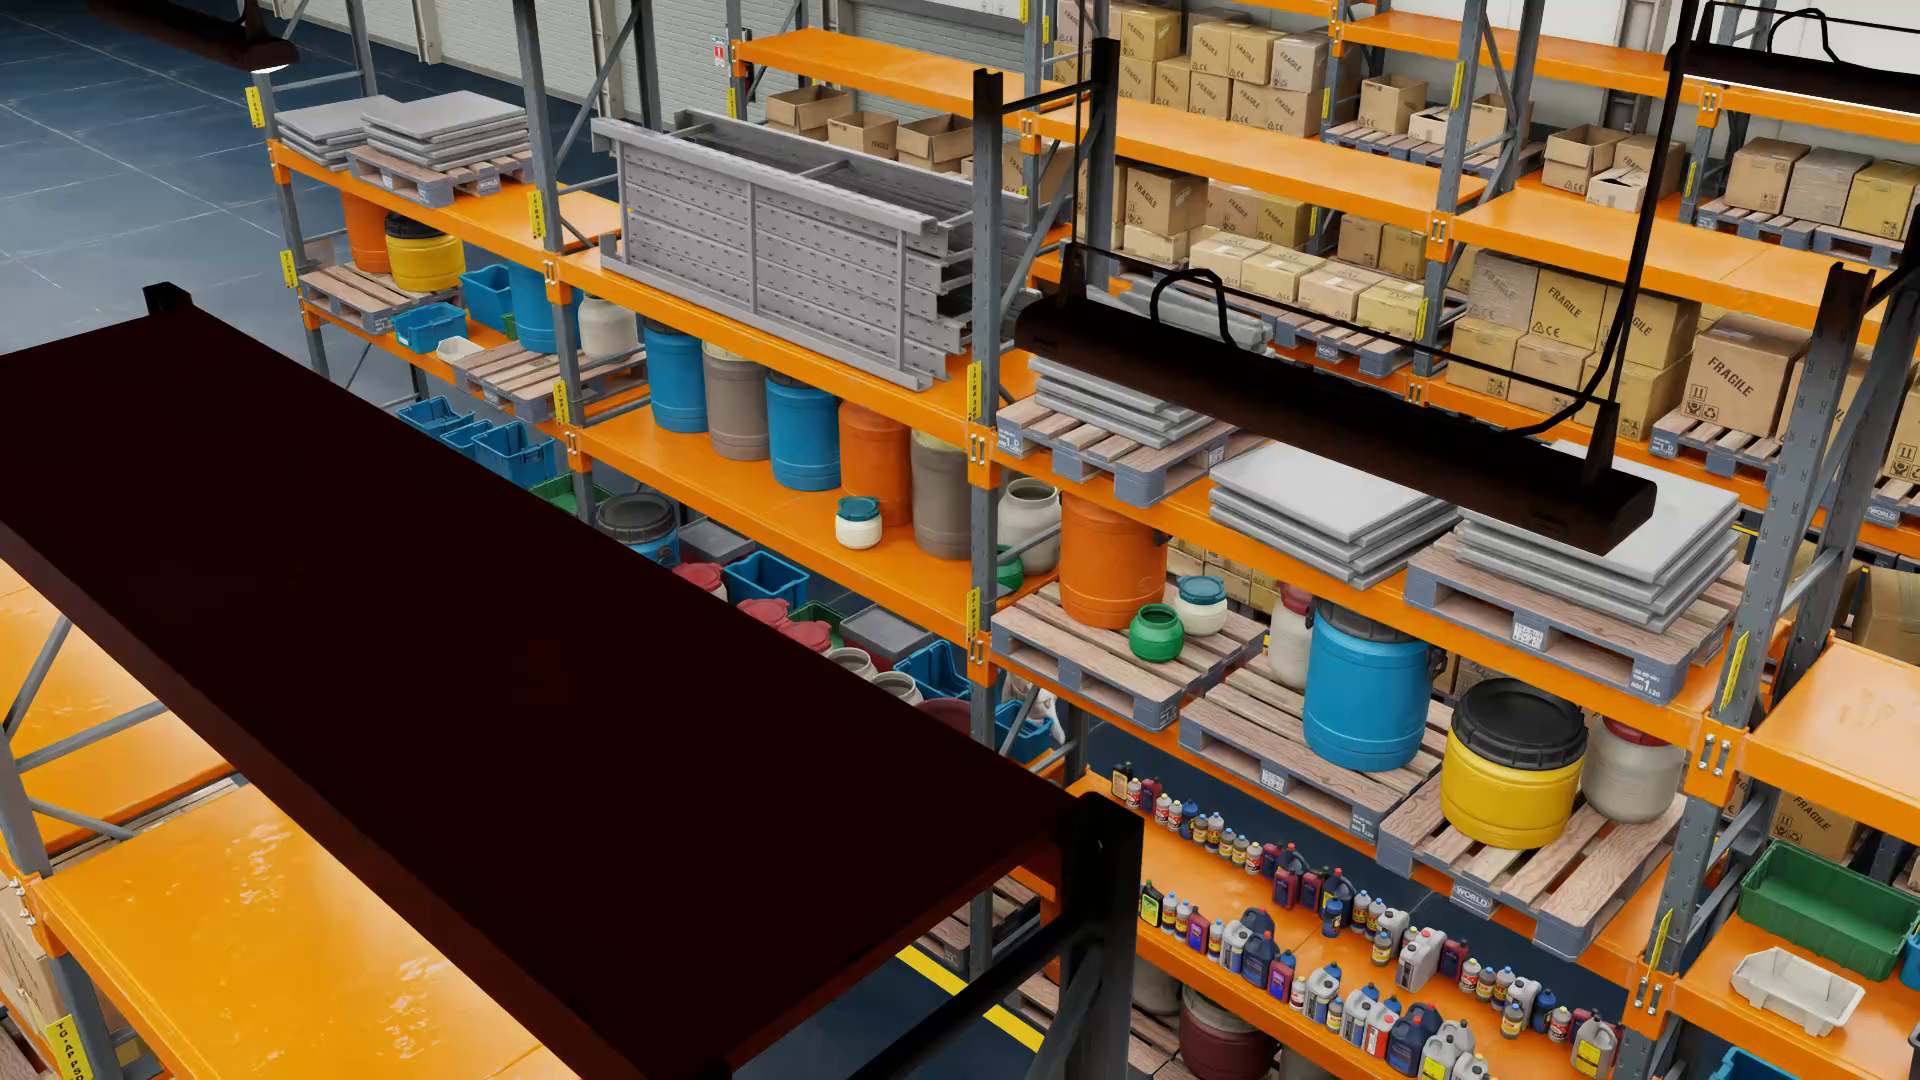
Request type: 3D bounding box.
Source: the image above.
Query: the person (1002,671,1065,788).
[{"bbox_3d":[0.576,1.349,12.142,0.925,1.631,0.533,-11,31,-19],"label":"person"}]
